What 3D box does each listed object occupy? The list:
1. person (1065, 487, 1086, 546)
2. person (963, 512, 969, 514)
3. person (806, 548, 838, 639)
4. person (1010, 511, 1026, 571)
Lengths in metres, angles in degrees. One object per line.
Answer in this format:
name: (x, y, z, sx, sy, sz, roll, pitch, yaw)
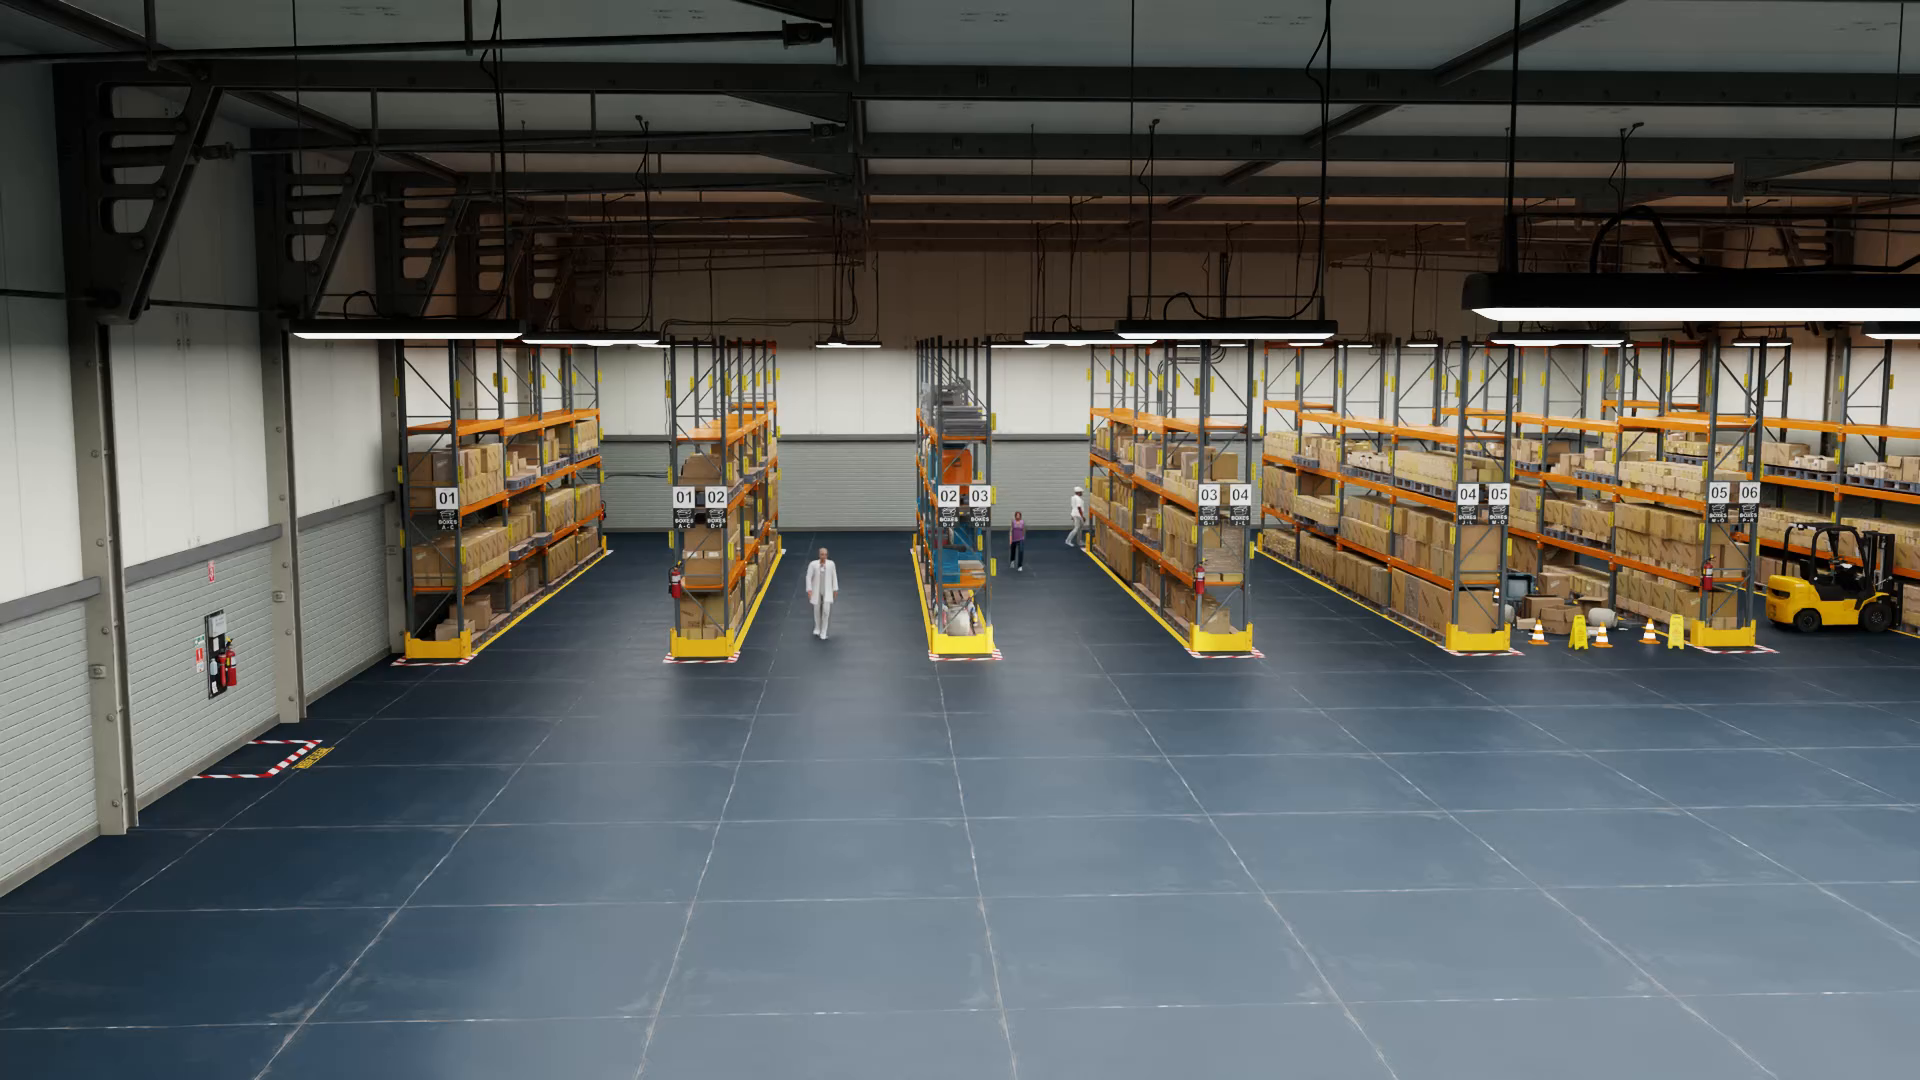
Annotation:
person: (3.417, -0.688, 48.732, 0.756, 1.757, 0.584, -1, 7, -9)
person: (-0.006, -1.004, 51.257, 0.958, 1.704, 0.539, 2, 7, 19)
person: (-2.774, 1.089, 33.402, 0.648, 1.855, 0.691, 0, 7, -4)
person: (1.500, 0.001, 43.434, 0.437, 1.550, 0.893, 0, 7, -4)
